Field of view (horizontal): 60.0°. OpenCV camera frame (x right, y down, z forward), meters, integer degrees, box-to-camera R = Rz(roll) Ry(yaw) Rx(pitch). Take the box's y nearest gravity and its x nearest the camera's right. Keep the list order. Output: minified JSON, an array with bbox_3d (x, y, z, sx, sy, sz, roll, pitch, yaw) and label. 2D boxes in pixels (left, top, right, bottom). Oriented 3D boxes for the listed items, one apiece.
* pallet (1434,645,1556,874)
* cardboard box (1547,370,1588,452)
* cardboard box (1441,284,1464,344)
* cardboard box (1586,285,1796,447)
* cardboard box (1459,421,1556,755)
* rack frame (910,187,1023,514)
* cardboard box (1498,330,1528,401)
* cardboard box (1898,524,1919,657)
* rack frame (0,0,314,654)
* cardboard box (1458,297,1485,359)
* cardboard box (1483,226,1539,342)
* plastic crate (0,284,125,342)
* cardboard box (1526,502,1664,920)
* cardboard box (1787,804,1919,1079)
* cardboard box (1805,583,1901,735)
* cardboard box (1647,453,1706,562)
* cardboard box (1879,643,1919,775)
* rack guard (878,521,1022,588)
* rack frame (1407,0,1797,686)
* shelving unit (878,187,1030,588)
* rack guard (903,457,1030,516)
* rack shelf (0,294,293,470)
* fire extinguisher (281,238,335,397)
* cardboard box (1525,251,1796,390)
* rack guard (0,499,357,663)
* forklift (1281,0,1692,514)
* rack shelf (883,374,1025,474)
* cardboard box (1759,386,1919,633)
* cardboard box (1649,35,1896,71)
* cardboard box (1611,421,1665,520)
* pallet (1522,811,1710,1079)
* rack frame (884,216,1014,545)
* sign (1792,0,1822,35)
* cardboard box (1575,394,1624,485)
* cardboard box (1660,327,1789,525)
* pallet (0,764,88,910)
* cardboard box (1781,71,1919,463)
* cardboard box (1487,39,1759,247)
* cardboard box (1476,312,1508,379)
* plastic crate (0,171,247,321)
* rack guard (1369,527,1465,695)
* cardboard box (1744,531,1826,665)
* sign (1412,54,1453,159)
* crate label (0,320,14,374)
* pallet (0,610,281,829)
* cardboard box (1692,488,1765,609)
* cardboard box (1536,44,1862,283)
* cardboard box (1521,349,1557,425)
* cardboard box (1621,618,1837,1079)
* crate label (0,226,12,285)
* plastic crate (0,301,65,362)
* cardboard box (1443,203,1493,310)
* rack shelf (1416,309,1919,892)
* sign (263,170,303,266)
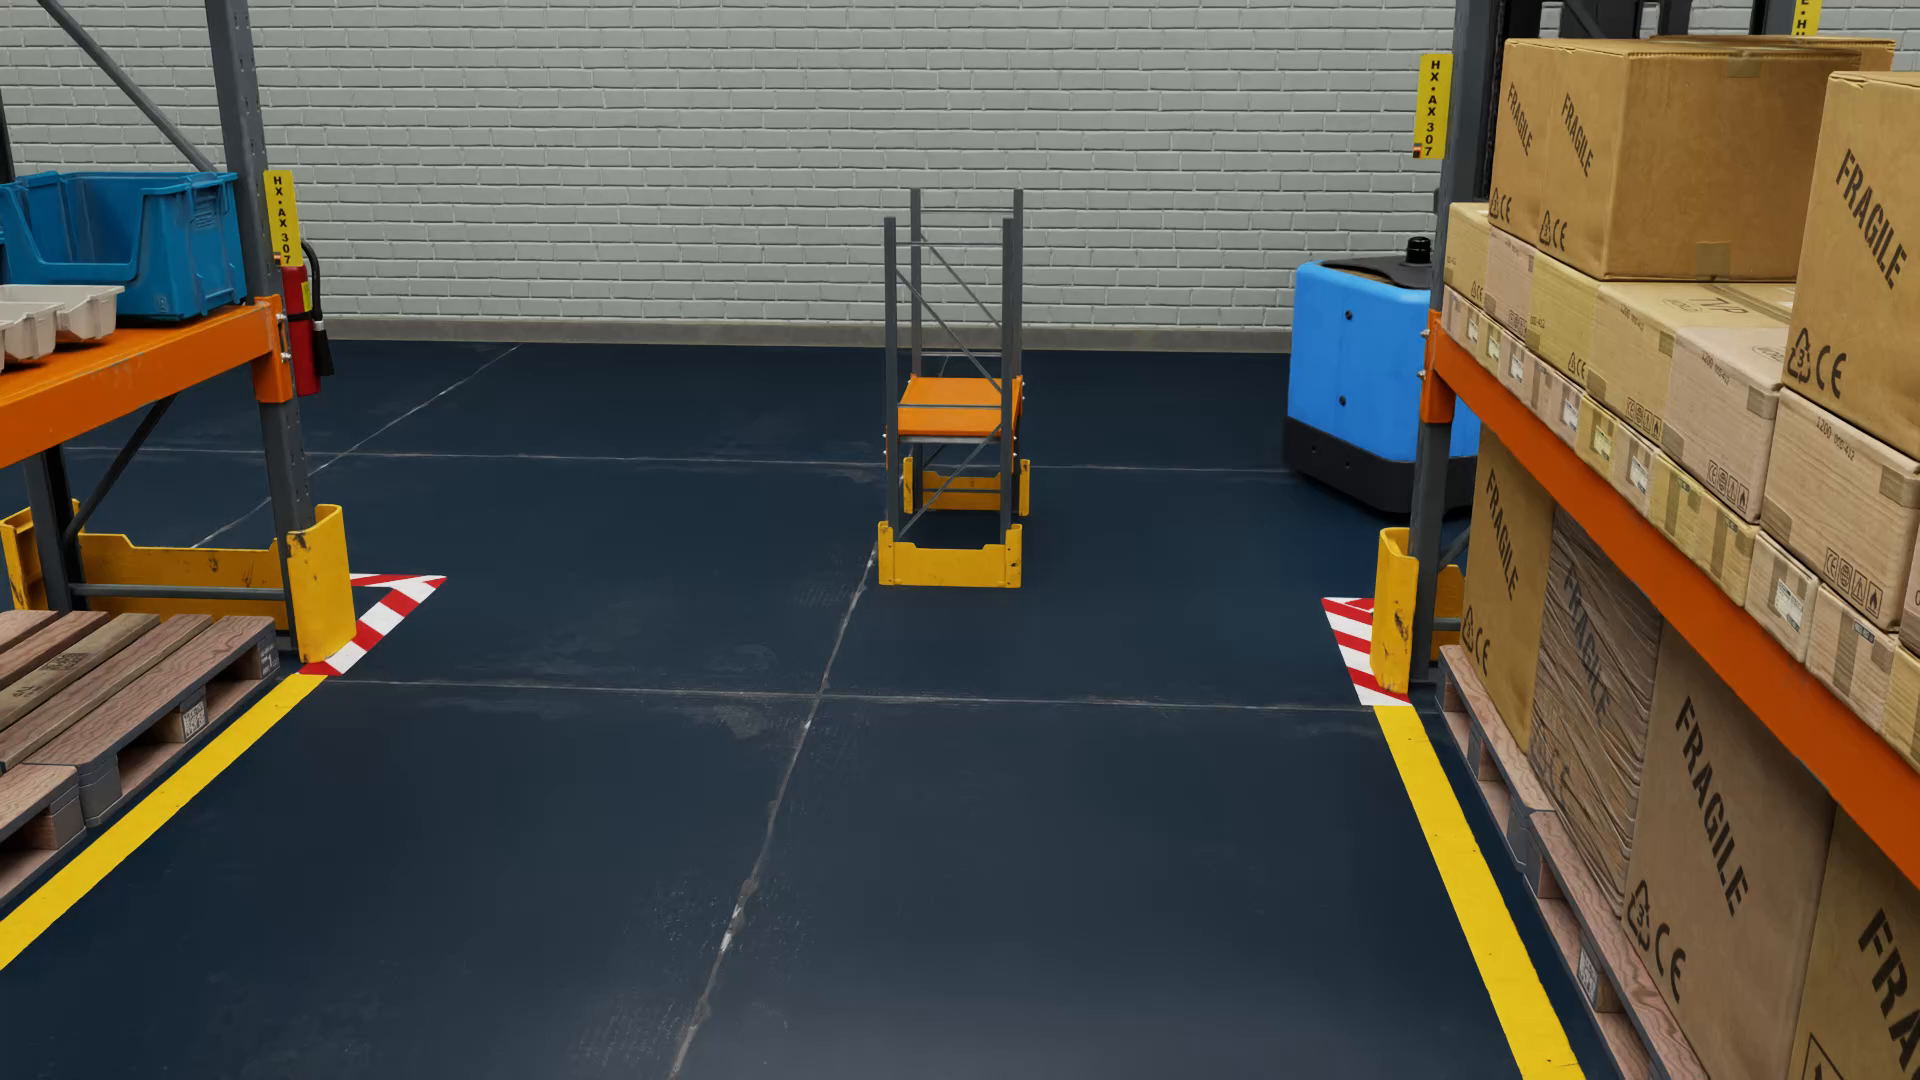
[{"bbox_3d":[2.086,0.652,5.095,1.003,0.211,1.213,1,18,4],"label":"pallet"},{"bbox_3d":[1.621,-0.302,3.930,0.380,0.149,0.250,1,18,3],"label":"cardboard box"},{"bbox_3d":[1.711,-0.701,5.149,0.380,0.149,0.250,1,18,5],"label":"cardboard box"},{"bbox_3d":[1.659,-0.371,3.500,0.500,0.250,0.500,1,18,3],"label":"cardboard box"},{"bbox_3d":[2.099,0.087,5.077,0.875,0.875,0.875,1,18,4],"label":"cardboard box"},{"bbox_3d":[0.030,-0.844,7.590,0.500,1.500,0.032,1,18,4],"label":"rack frame"},{"bbox_3d":[1.658,-0.461,4.416,0.380,0.149,0.250,1,18,3],"label":"cardboard box"},{"bbox_3d":[1.548,0.106,2.046,0.500,0.250,0.500,1,18,3],"label":"cardboard box"},{"bbox_3d":[-2.875,-1.034,5.761,1.000,3.000,0.127,1,18,4],"label":"rack frame"},{"bbox_3d":[1.694,-0.621,4.905,0.380,0.149,0.250,1,18,3],"label":"cardboard box"},{"bbox_3d":[1.731,-0.689,4.471,0.500,0.250,0.500,1,18,3],"label":"cardboard box"},{"bbox_3d":[-2.753,-0.680,5.008,0.396,0.136,0.243,1,18,4],"label":"plastic crate"},{"bbox_3d":[2.034,0.370,4.214,0.875,0.875,0.875,1,18,4],"label":"cardboard box"},{"bbox_3d":[1.906,0.926,2.518,0.875,0.875,0.875,1,18,4],"label":"cardboard box"},{"bbox_3d":[1.510,0.177,2.470,0.380,0.149,0.250,1,18,3],"label":"cardboard box"},{"bbox_3d":[1.565,-0.063,3.201,0.380,0.149,0.250,1,18,3],"label":"cardboard box"},{"bbox_3d":[1.492,0.256,2.227,0.380,0.149,0.250,2,18,5],"label":"cardboard box"},{"bbox_3d":[-0.041,0.060,6.840,0.587,0.250,0.087,1,18,4],"label":"rack guard"},{"bbox_3d":[2.065,-0.923,5.424,1.000,3.000,0.127,1,18,4],"label":"rack frame"},{"bbox_3d":[-0.005,-0.689,7.117,0.587,1.500,1.083,1,18,4],"label":"shelving unit"},{"bbox_3d":[0.030,-0.250,7.784,0.587,0.250,0.087,1,18,4],"label":"rack guard"},{"bbox_3d":[-3.018,-0.071,3.977,1.077,0.370,4.000,1,18,4],"label":"rack shelf"},{"bbox_3d":[-2.411,-0.857,5.943,0.296,0.674,0.183,1,18,4],"label":"fire extinguisher"},{"bbox_3d":[1.691,-0.533,3.995,0.500,0.250,0.500,1,18,2],"label":"cardboard box"},{"bbox_3d":[-2.886,0.146,6.174,1.175,0.500,0.348,1,18,4],"label":"rack guard"},{"bbox_3d":[3.199,-1.749,8.053,3.031,2.935,1.130,-6,19,-19],"label":"forklift"},{"bbox_3d":[-0.006,-0.515,7.165,0.538,0.185,1.000,1,18,4],"label":"rack shelf"},{"bbox_3d":[1.583,-0.055,2.536,0.500,0.250,0.500,2,18,6],"label":"cardboard box"},{"bbox_3d":[2.293,-1.193,4.804,0.500,0.500,0.500,2,18,5],"label":"cardboard box"},{"bbox_3d":[1.585,-0.142,3.442,0.380,0.149,0.250,2,18,5],"label":"cardboard box"},{"bbox_3d":[1.996,1.030,3.941,1.003,0.211,1.213,1,18,4],"label":"pallet"},{"bbox_3d":[-0.043,-0.528,6.627,0.500,1.500,0.032,1,18,4],"label":"rack frame"},{"bbox_3d":[2.606,-1.570,5.156,0.100,0.325,0.005,1,18,4],"label":"sign"},{"bbox_3d":[1.602,-0.223,3.691,0.380,0.149,0.250,1,18,3],"label":"cardboard box"},{"bbox_3d":[1.620,-0.213,3.020,0.500,0.250,0.500,2,18,5],"label":"cardboard box"},{"bbox_3d":[-3.063,0.924,4.263,1.003,0.211,1.213,1,18,4],"label":"pallet"},{"bbox_3d":[1.585,-0.412,2.421,0.500,0.500,0.500,1,18,4],"label":"cardboard box"},{"bbox_3d":[1.726,-1.051,4.373,0.500,0.500,0.500,1,18,3],"label":"cardboard box"},{"bbox_3d":[1.676,-0.542,4.663,0.380,0.149,0.250,1,18,3],"label":"cardboard box"},{"bbox_3d":[-2.713,-0.971,5.416,0.616,0.435,0.499,1,18,4],"label":"plastic crate"},{"bbox_3d":[2.067,0.257,5.836,1.175,0.500,0.348,1,18,4],"label":"rack guard"},{"bbox_3d":[1.529,0.097,2.714,0.380,0.149,0.250,2,18,5],"label":"cardboard box"},{"bbox_3d":[1.512,-1.387,5.320,0.100,0.325,0.005,1,18,4],"label":"sign"},{"bbox_3d":[-2.784,-0.503,4.468,0.396,0.136,0.243,1,18,4],"label":"crate label"},{"bbox_3d":[-2.973,0.546,5.416,1.003,0.211,1.213,1,18,4],"label":"pallet"},{"bbox_3d":[1.547,0.017,2.958,0.380,0.149,0.250,2,18,5],"label":"cardboard box"},{"bbox_3d":[1.695,-0.890,3.882,0.500,0.500,0.500,1,18,2],"label":"cardboard box"},{"bbox_3d":[1.639,-0.382,4.175,0.380,0.149,0.250,1,18,3],"label":"cardboard box"},{"bbox_3d":[1.970,0.646,3.371,0.875,0.875,0.875,1,18,4],"label":"cardboard box"},{"bbox_3d":[-3.221,-0.914,5.566,0.416,0.233,0.303,1,18,4],"label":"crate label"},{"bbox_3d":[-2.788,-0.590,4.734,0.396,0.136,0.243,1,18,4],"label":"plastic crate"},{"bbox_3d":[1.762,-0.850,4.964,0.500,0.250,0.500,1,18,2],"label":"cardboard box"},{"bbox_3d":[1.922,0.040,3.640,1.077,0.370,4.000,1,18,4],"label":"rack shelf"},{"bbox_3d":[-2.325,-1.104,5.714,0.100,0.325,0.005,1,18,4],"label":"sign"}]
